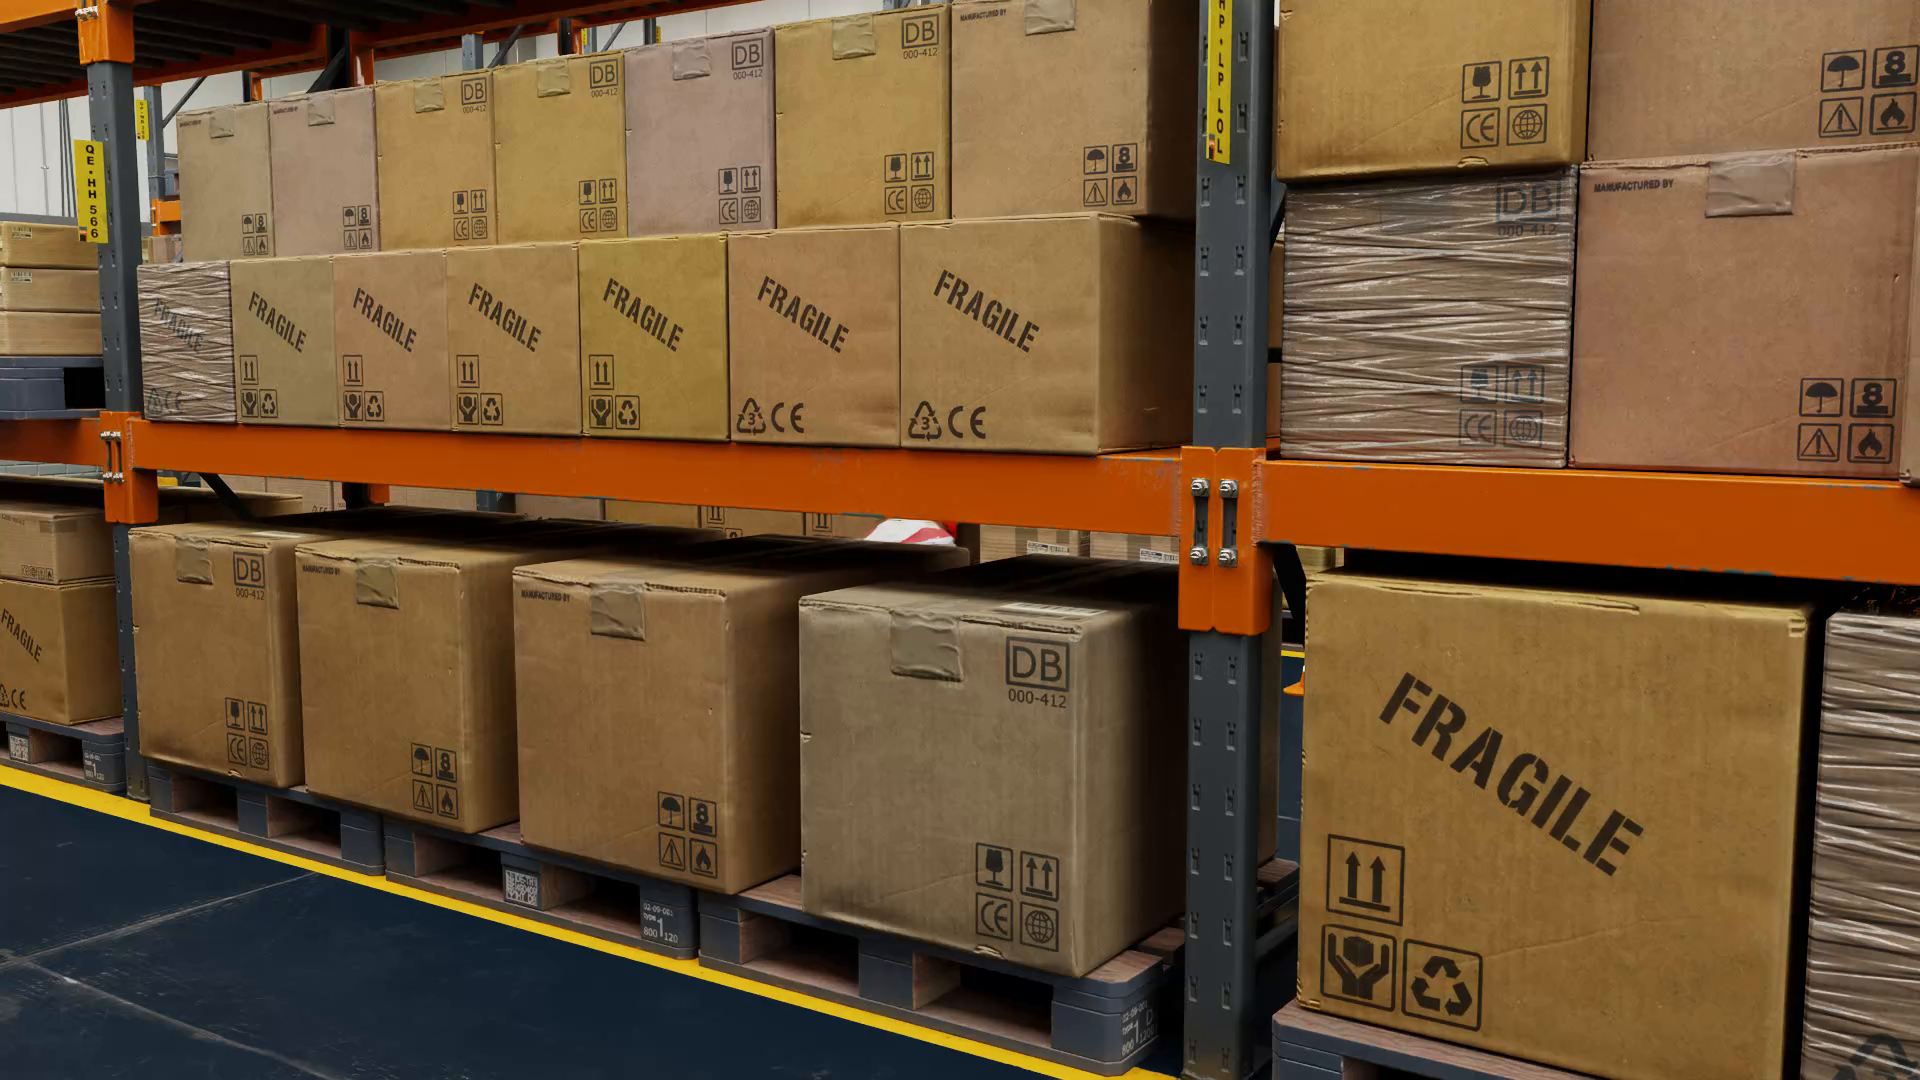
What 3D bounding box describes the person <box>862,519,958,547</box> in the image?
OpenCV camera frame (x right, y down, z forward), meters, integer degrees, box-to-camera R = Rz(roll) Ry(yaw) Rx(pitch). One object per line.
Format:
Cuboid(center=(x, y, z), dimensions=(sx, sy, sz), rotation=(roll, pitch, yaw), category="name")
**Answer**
Cuboid(center=(-0.263, 0.300, 7.868), dimensions=(0.534, 0.876, 0.916), rotation=(4, 7, 33), category="person")
